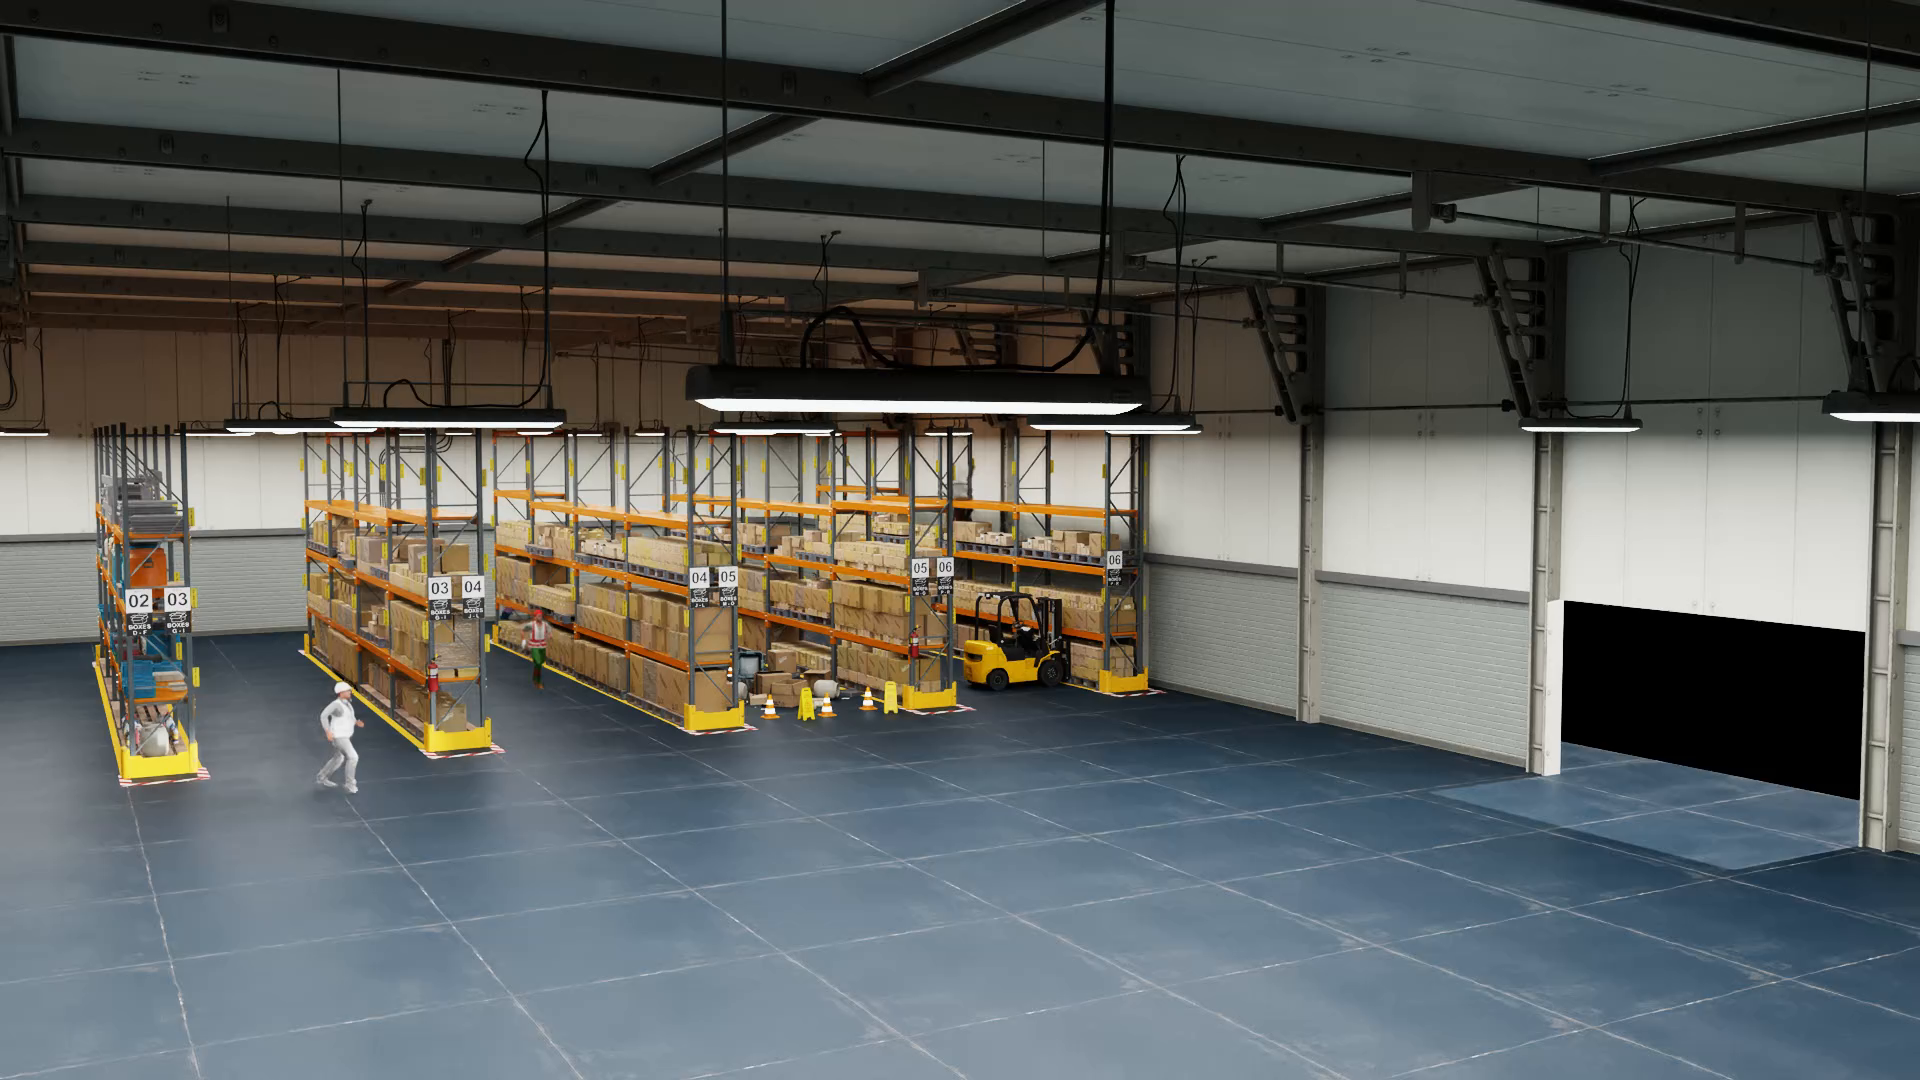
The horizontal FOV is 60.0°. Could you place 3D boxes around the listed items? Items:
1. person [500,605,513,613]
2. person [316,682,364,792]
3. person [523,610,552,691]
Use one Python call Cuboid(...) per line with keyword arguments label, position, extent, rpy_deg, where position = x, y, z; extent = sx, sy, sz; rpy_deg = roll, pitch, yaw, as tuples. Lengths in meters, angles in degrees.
Cuboid(label="person", position=(-13.165, 2.040, 48.321), extent=(0.459, 1.520, 0.619), rpy_deg=(0, 3, -5))
Cuboid(label="person", position=(-10.108, 3.238, 27.056), extent=(0.780, 1.857, 0.658), rpy_deg=(0, 3, -4))
Cuboid(label="person", position=(-9.701, 2.509, 38.225), extent=(0.597, 1.844, 0.776), rpy_deg=(-3, 4, -39))
